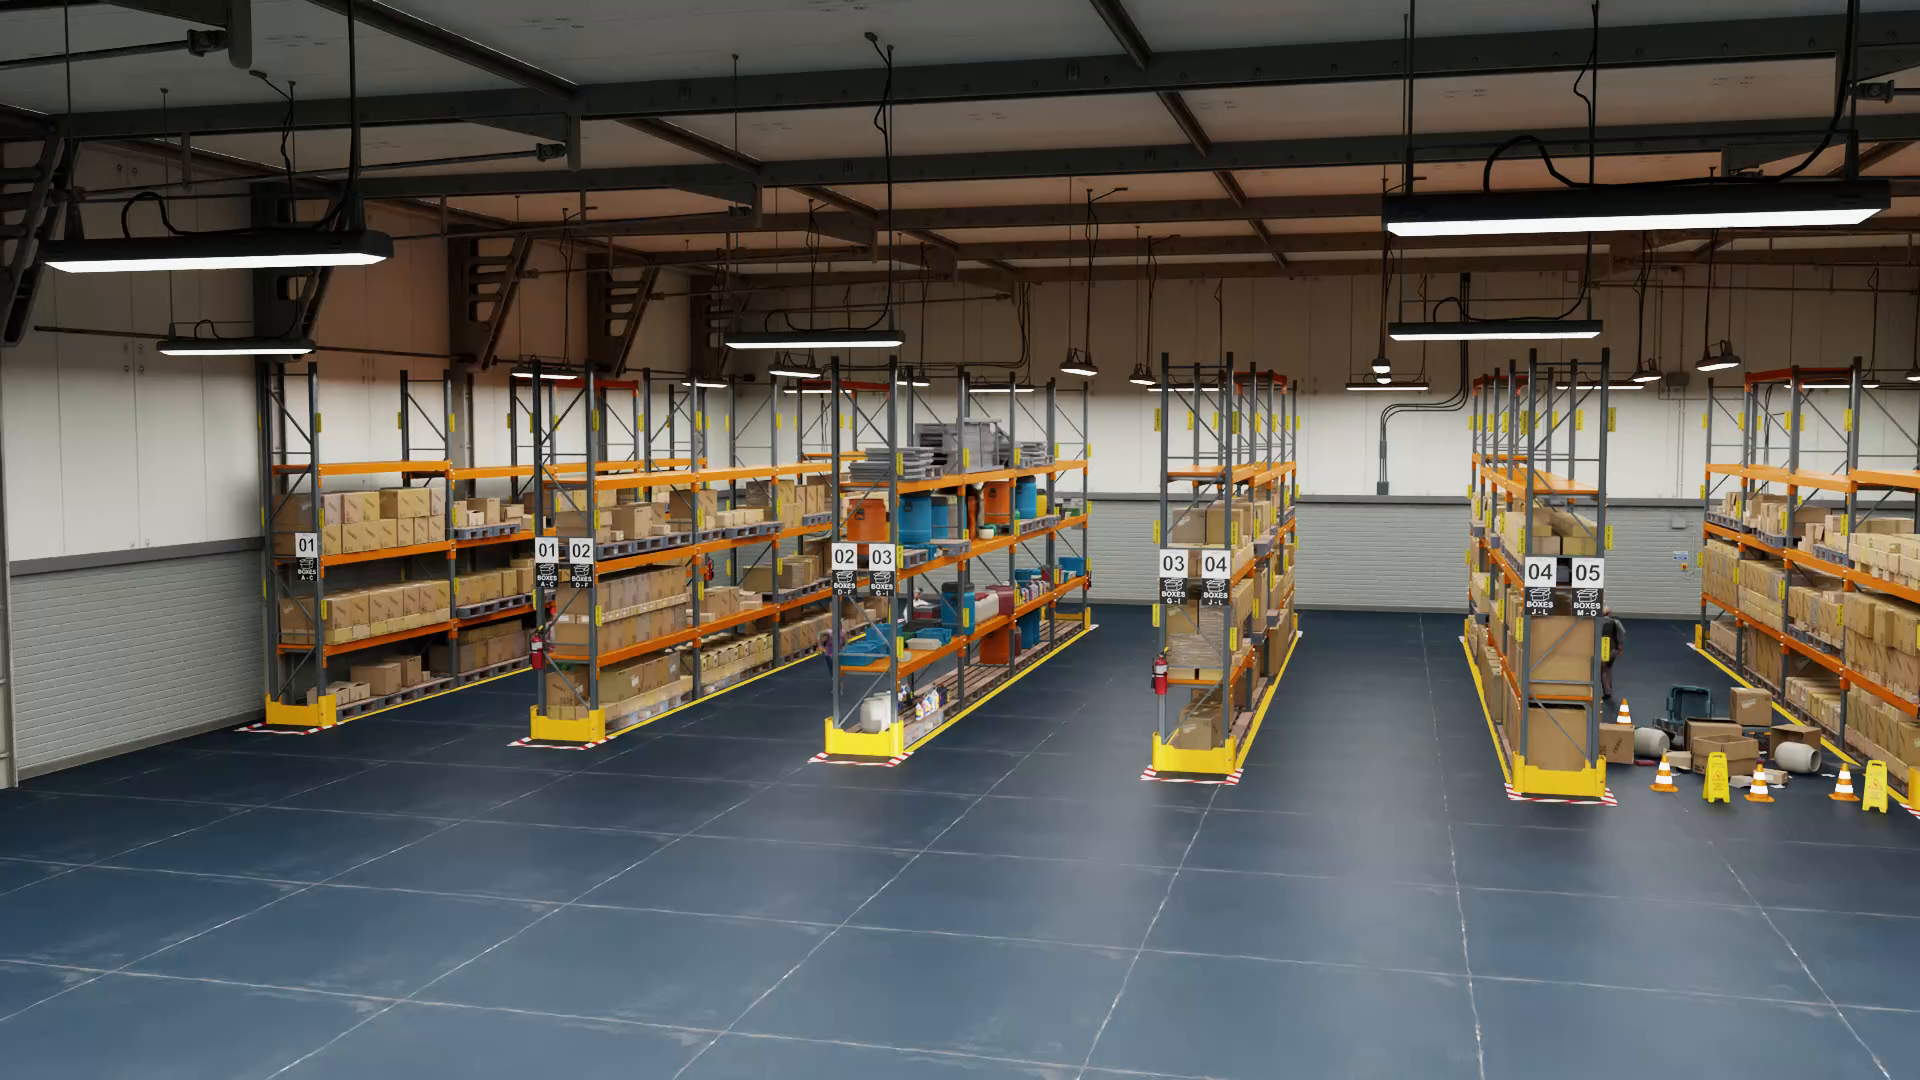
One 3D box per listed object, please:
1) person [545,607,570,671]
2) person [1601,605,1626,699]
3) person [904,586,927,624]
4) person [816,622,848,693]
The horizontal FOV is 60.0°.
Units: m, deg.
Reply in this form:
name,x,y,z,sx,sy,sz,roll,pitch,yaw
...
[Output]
name,x,y,z,sx,sy,sz,roll,pitch,yaw
person,-7.143,2.034,29.704,0.620,1.724,0.964,0,4,6
person,11.671,2.053,30.054,0.607,1.739,0.834,0,4,3
person,-0.933,1.771,33.995,0.608,1.652,0.537,1,4,17
person,-2.333,2.148,30.409,0.573,1.435,0.795,-1,4,-10
